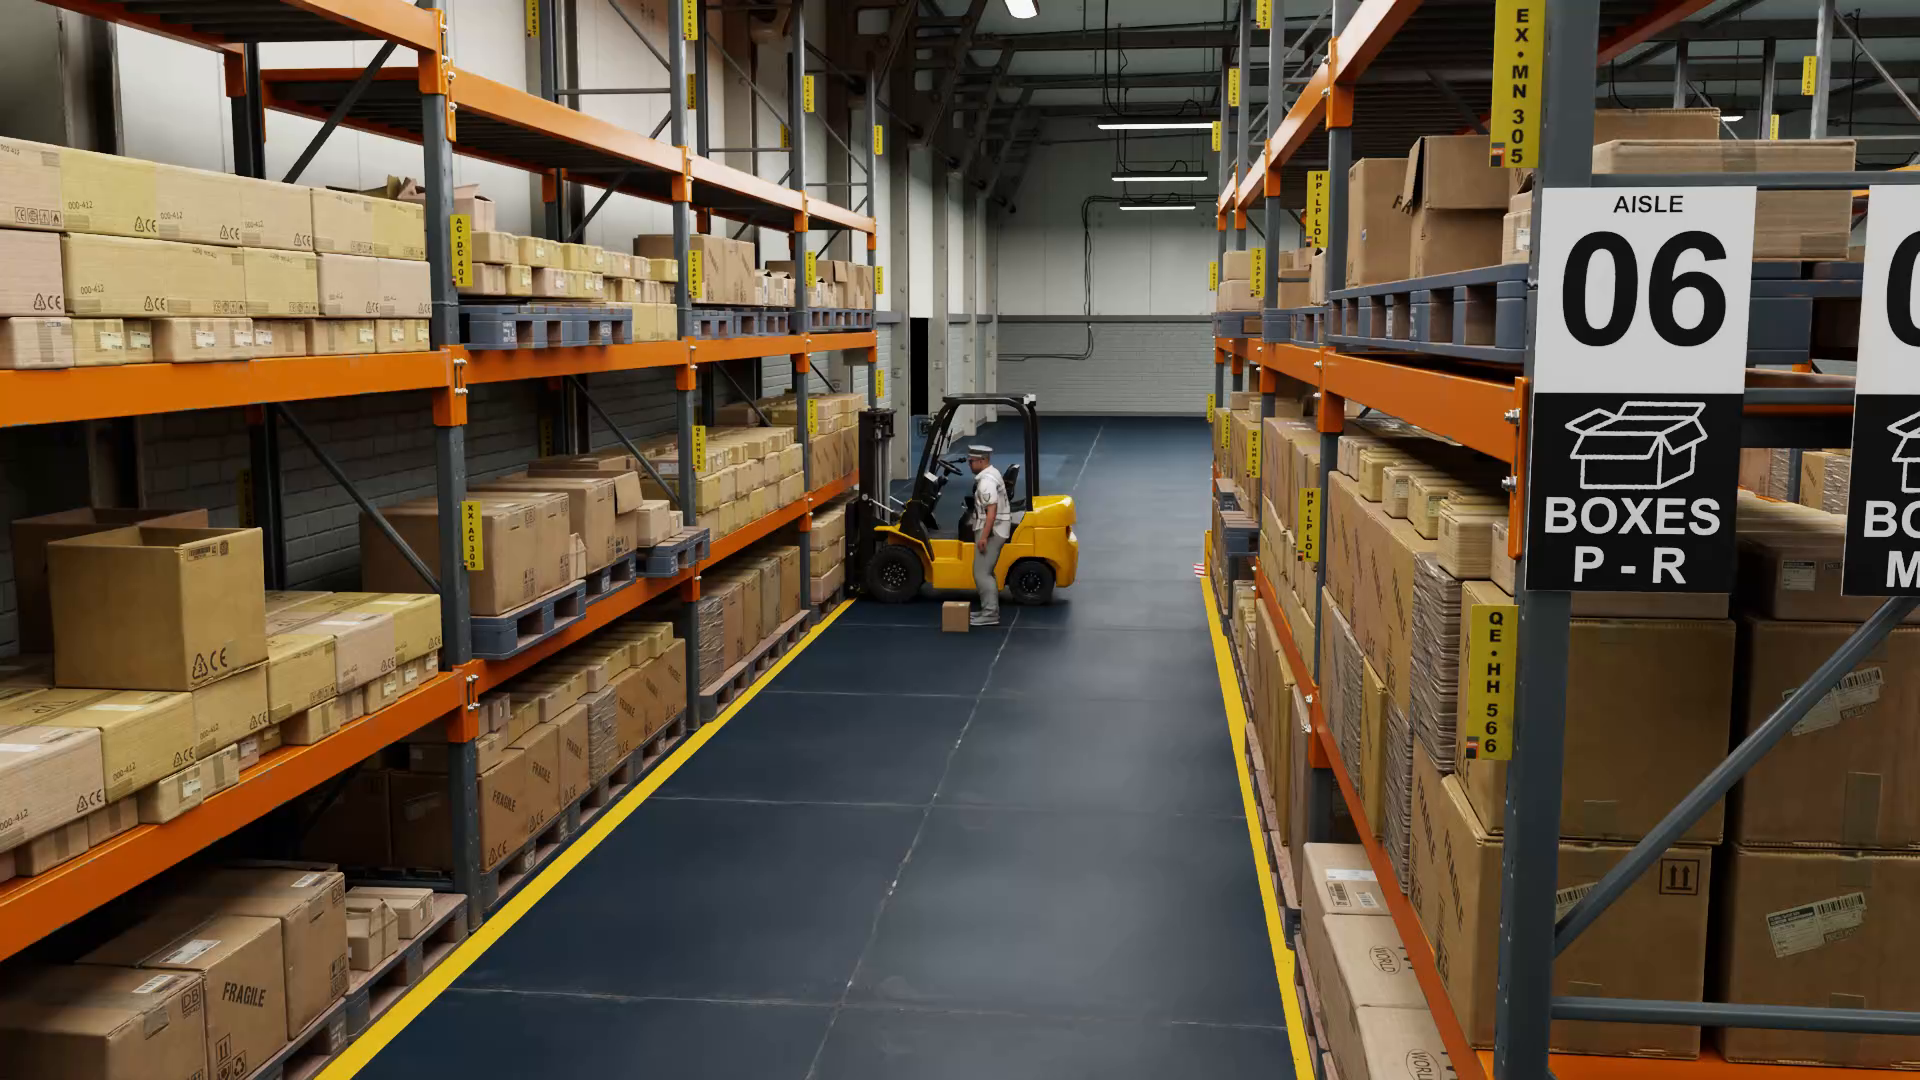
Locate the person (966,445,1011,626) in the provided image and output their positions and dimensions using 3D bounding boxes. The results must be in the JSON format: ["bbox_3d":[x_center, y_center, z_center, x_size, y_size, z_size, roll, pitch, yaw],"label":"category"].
[{"bbox_3d":[0.275,-0.053,16.164,0.436,1.747,0.599,0,8,3],"label":"person"}]
